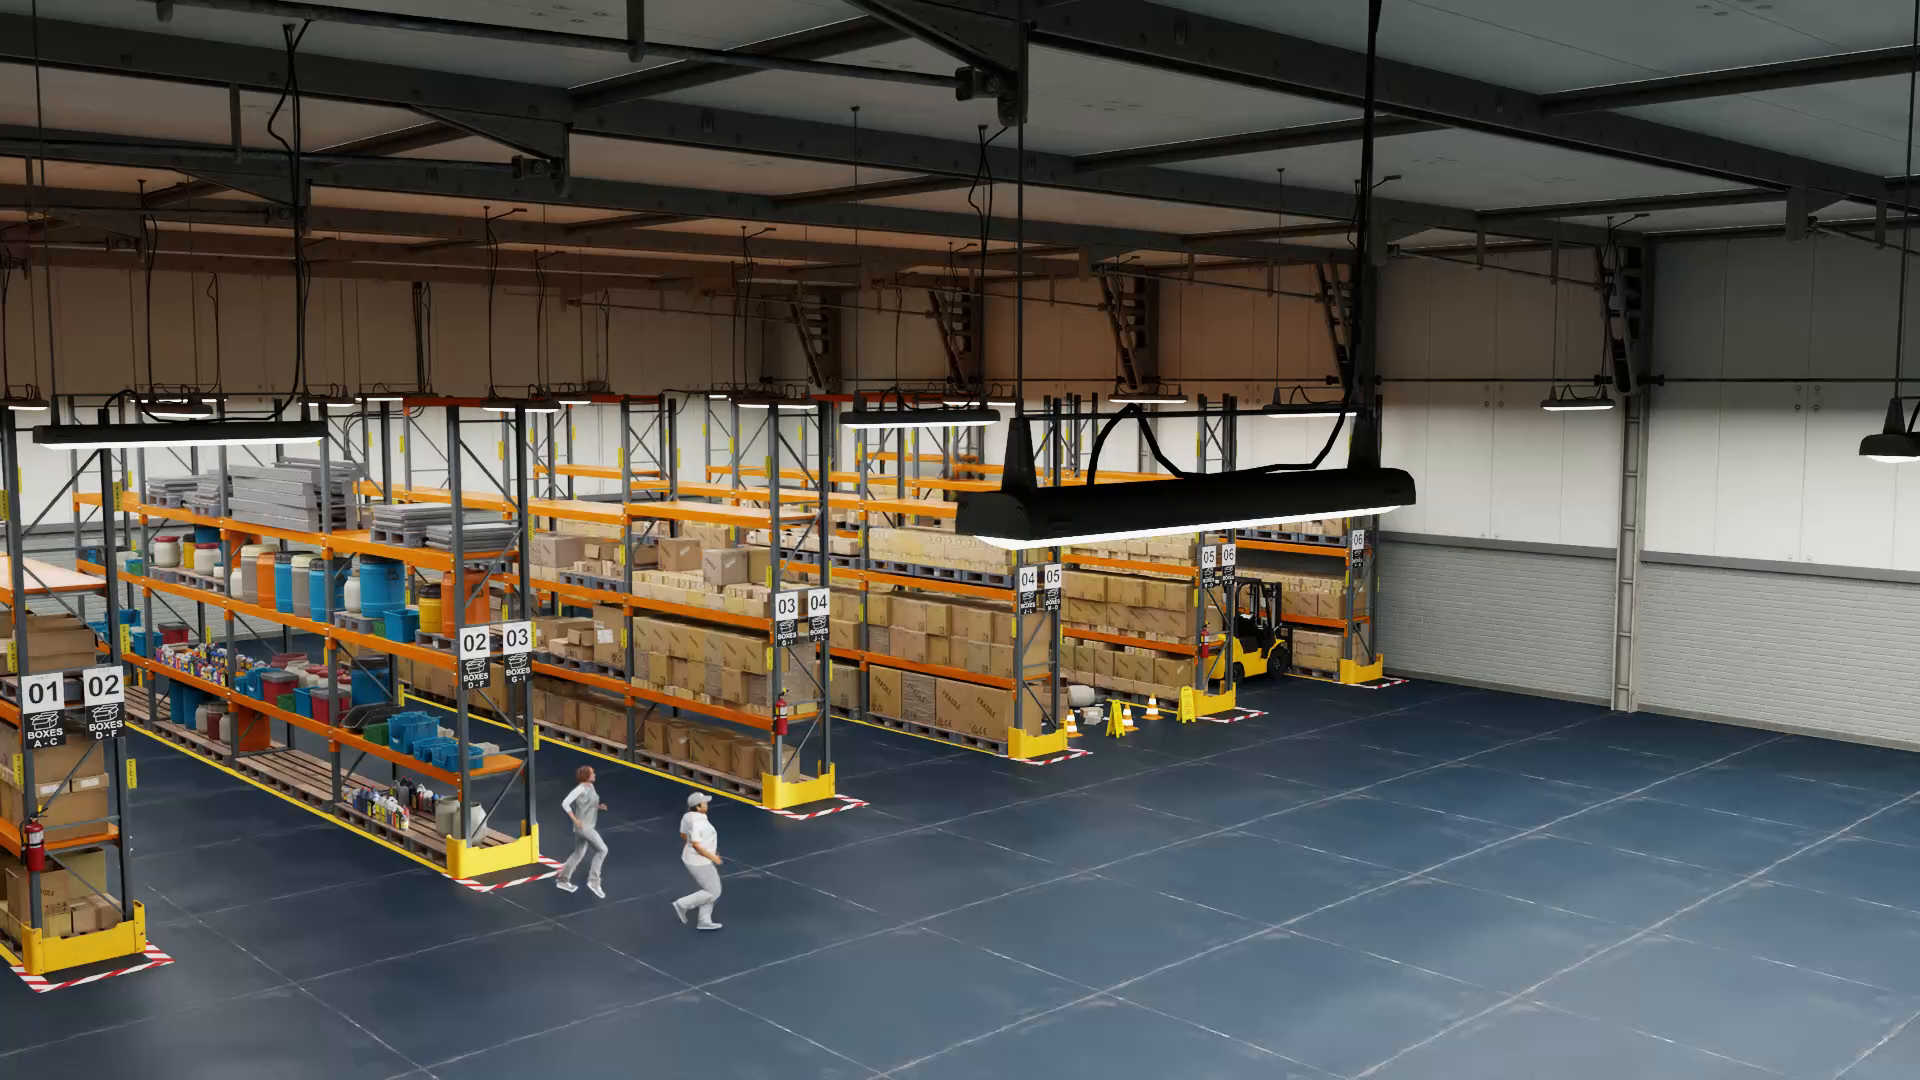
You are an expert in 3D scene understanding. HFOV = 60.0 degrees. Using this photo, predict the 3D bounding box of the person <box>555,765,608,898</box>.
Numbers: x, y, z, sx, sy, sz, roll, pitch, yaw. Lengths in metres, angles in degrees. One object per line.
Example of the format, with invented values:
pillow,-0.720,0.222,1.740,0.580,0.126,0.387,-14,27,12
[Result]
person,-4.652,3.568,20.428,0.644,1.628,0.528,-1,6,-9

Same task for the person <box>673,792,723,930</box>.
person,-3.027,3.692,19.043,0.607,1.630,0.608,-3,6,-25
